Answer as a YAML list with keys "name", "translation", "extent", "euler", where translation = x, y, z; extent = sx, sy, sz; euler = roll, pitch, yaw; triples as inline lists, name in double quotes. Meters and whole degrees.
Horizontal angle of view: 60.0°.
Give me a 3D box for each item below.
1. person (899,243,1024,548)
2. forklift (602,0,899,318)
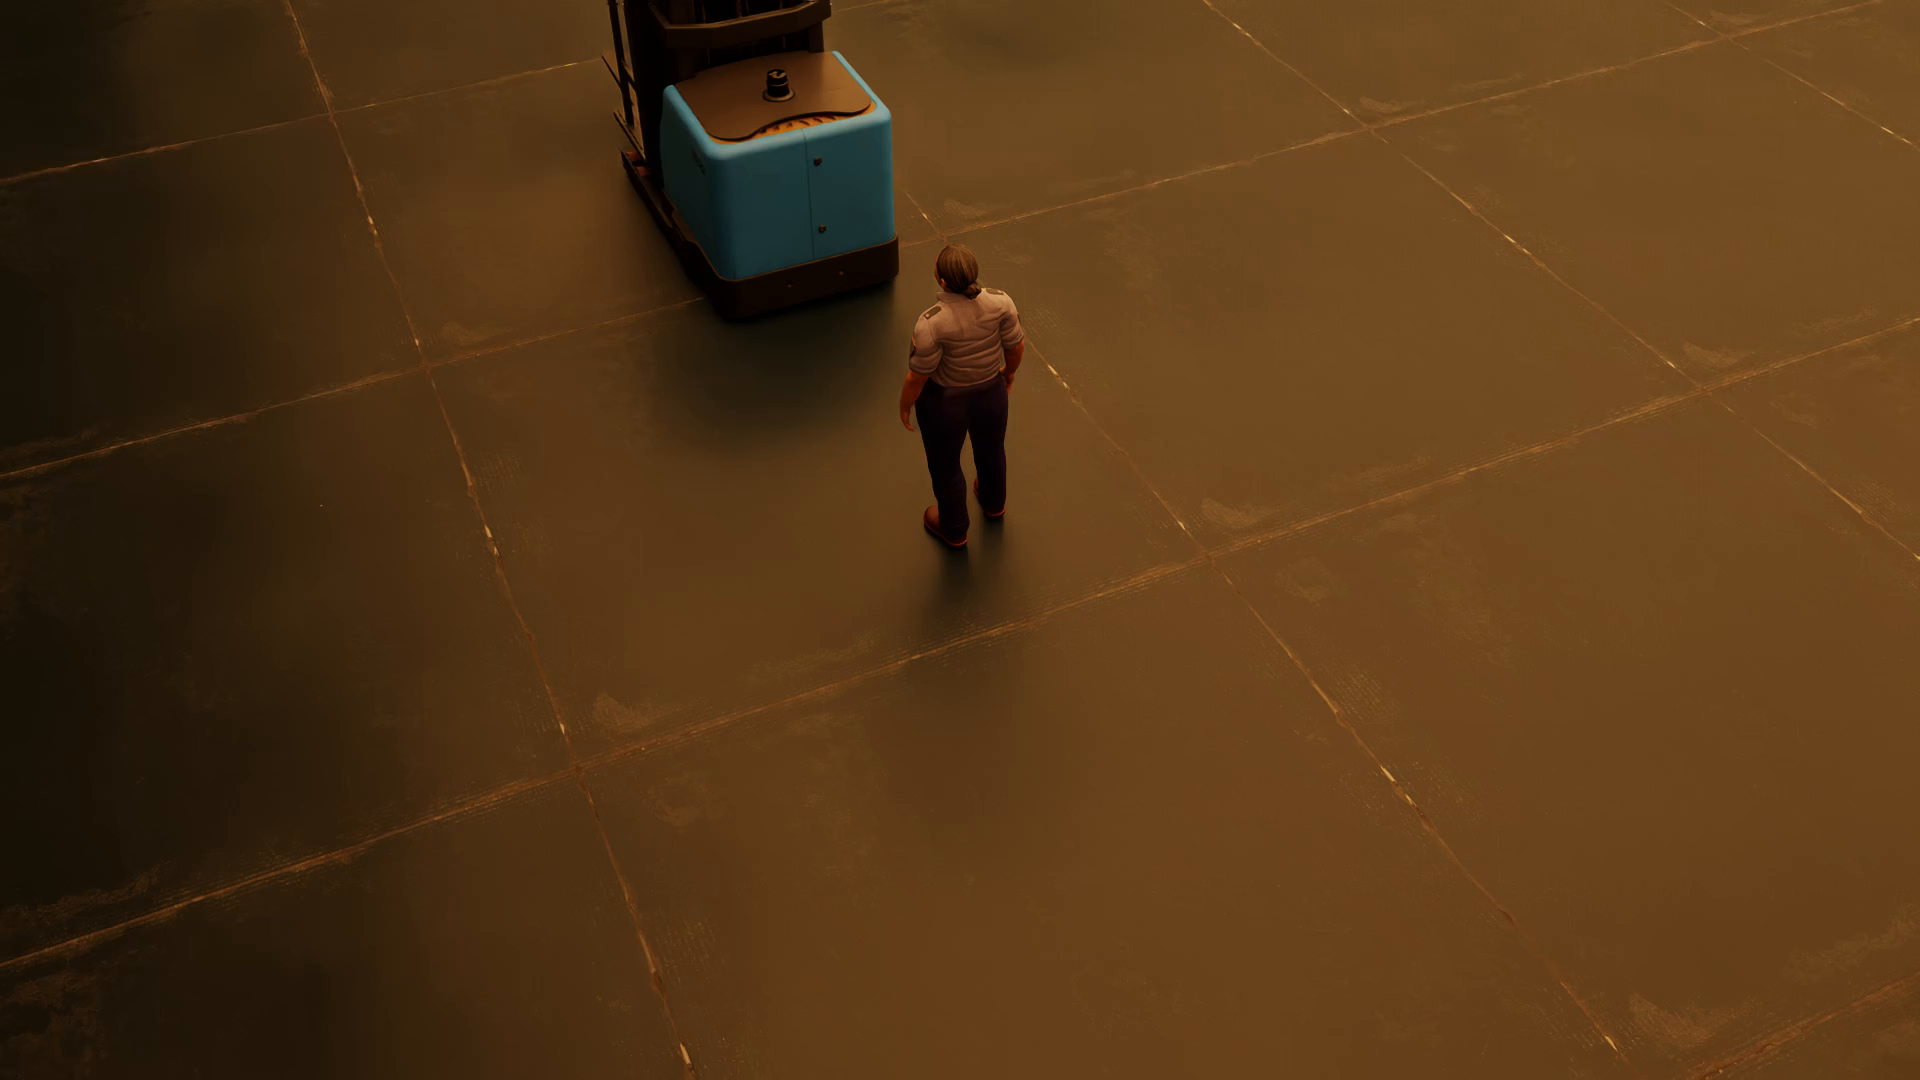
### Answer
- name: "person"
  translation: [-0.017, -0.670, 7.328]
  extent: [0.598, 1.651, 0.502]
  euler: [-18, 46, -18]
- name: "forklift"
  translation: [-1.418, -3.286, 9.201]
  extent: [1.130, 2.935, 3.031]
  euler: [-17, 46, -18]
